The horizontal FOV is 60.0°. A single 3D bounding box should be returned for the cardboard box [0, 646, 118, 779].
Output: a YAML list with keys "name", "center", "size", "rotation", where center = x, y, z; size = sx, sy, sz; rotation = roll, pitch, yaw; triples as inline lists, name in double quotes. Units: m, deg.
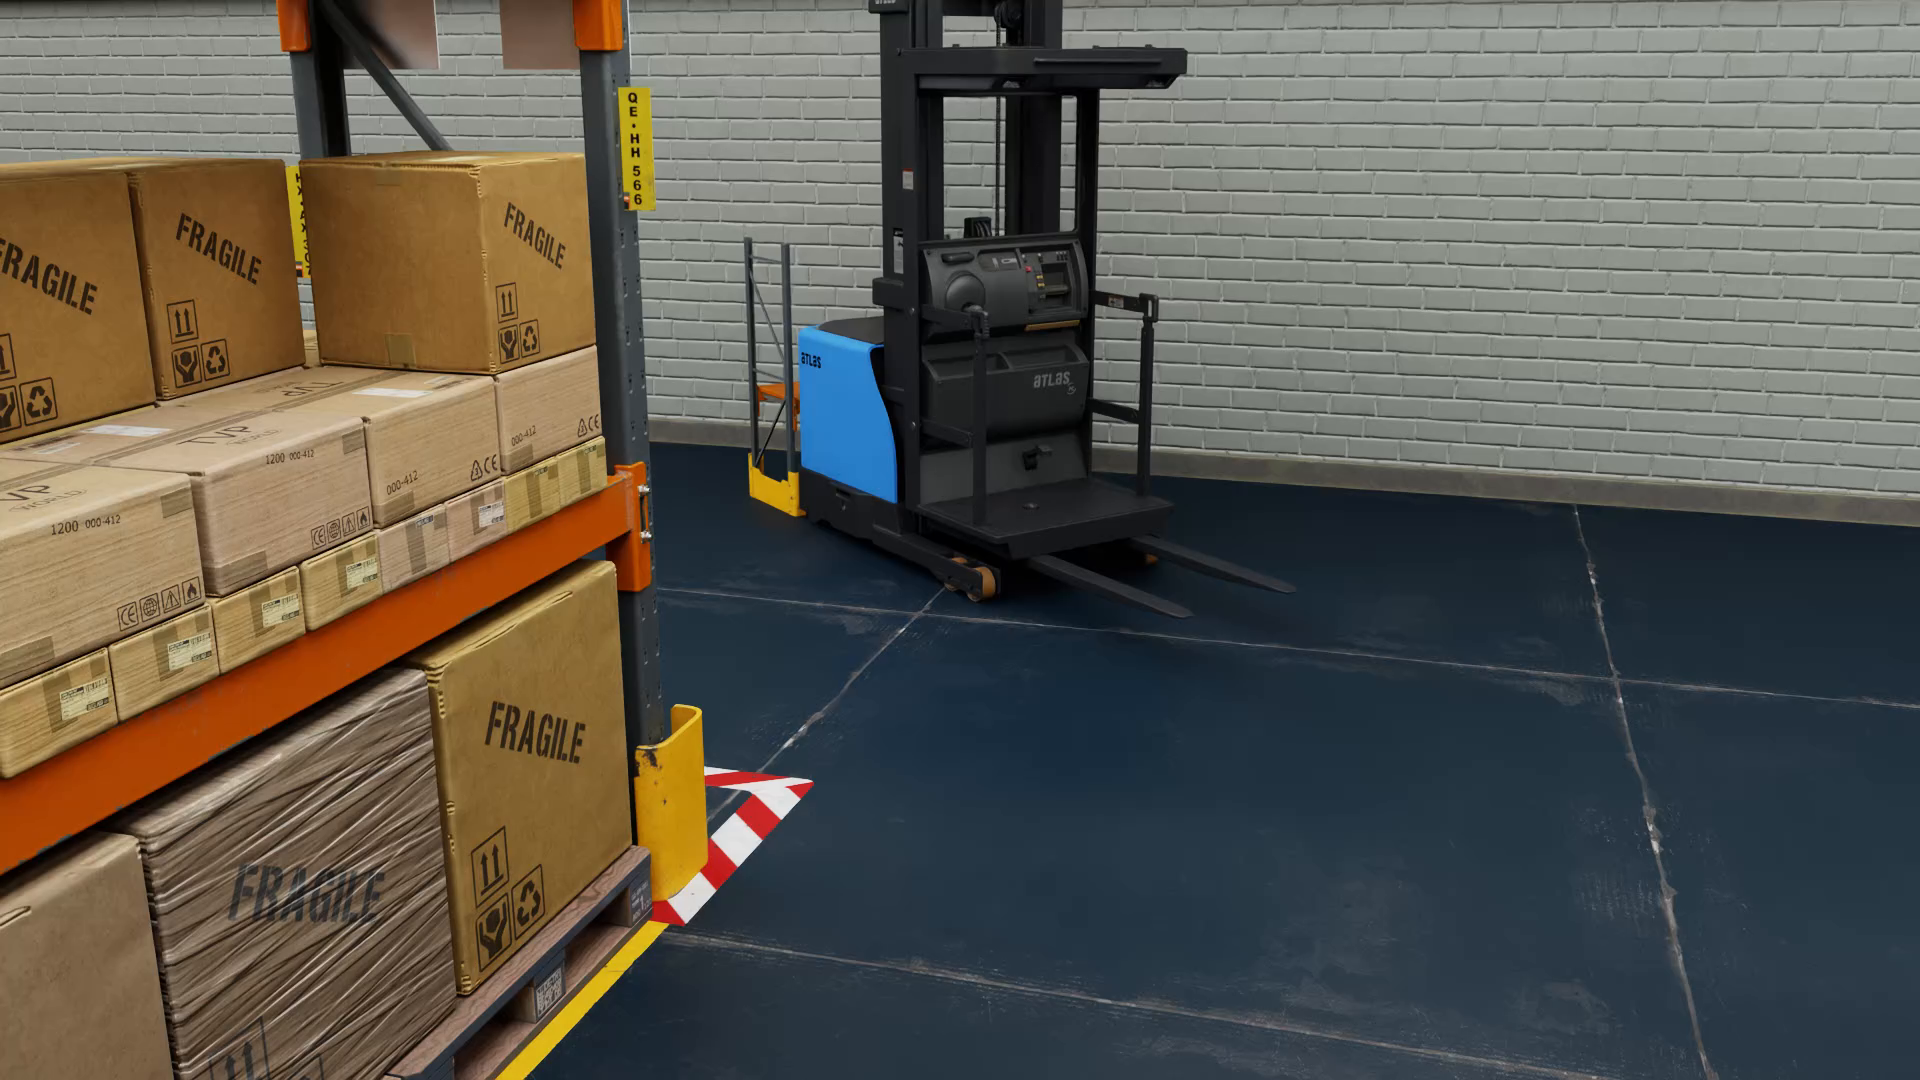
- name: "cardboard box"
  center: [-1.688, 0.273, 2.831]
  size: [0.380, 0.149, 0.250]
  rotation: [4, 16, 14]

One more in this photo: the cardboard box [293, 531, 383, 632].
- name: "cardboard box"
  center: [-1.470, 0.072, 3.539]
  size: [0.380, 0.149, 0.250]
  rotation: [4, 16, 15]

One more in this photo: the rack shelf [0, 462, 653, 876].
- name: "rack shelf"
  center: [-1.964, 0.434, 3.119]
  size: [1.077, 0.370, 4.000]
  rotation: [5, 16, 16]

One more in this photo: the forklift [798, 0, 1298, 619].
- name: "forklift"
  center: [0.351, -1.268, 7.927]
  size: [1.130, 2.935, 3.031]
  rotation: [-10, 19, -32]

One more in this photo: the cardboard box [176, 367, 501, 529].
- name: "cardboard box"
  center: [-1.424, -0.226, 3.858]
  size: [0.500, 0.250, 0.500]
  rotation: [4, 16, 15]

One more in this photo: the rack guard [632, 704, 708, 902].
- name: "rack guard"
  center: [-1.389, 0.761, 5.229]
  size: [1.175, 0.500, 0.348]
  rotation: [5, 16, 16]

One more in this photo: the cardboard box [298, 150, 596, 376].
- name: "cardboard box"
  center: [-1.282, -0.719, 4.222]
  size: [0.500, 0.500, 0.500]
  rotation: [5, 17, 17]

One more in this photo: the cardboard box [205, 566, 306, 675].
- name: "cardboard box"
  center: [-1.544, 0.140, 3.300]
  size: [0.380, 0.149, 0.250]
  rotation: [5, 16, 16]

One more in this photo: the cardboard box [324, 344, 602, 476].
- name: "cardboard box"
  center: [-1.279, -0.359, 4.326]
  size: [0.500, 0.250, 0.500]
  rotation: [4, 16, 15]

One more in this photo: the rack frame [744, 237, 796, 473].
- name: "rack frame"
  center: [-1.063, -0.921, 9.327]
  size: [0.032, 1.500, 0.500]
  rotation: [-10, 19, -32]

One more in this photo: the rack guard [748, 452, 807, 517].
- name: "rack guard"
  center: [-1.047, -0.322, 9.508]
  size: [0.087, 0.250, 0.587]
  rotation: [-10, 19, -32]

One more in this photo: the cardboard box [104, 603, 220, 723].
- name: "cardboard box"
  center: [-1.616, 0.205, 3.072]
  size: [0.380, 0.149, 0.250]
  rotation: [5, 17, 17]

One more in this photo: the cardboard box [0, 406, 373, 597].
- name: "cardboard box"
  center: [-1.568, -0.093, 3.389]
  size: [0.500, 0.250, 0.500]
  rotation: [4, 16, 14]

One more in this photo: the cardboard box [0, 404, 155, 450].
- name: "cardboard box"
  center: [-2.079, -0.134, 3.533]
  size: [0.500, 0.250, 0.500]
  rotation: [4, 16, 14]

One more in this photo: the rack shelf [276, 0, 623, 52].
- name: "rack shelf"
  center: [-1.964, -1.009, 2.710]
  size: [1.077, 0.370, 4.000]
  rotation: [5, 16, 16]

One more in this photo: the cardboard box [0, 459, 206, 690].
- name: "cardboard box"
  center: [-1.712, 0.044, 2.907]
  size: [0.500, 0.250, 0.500]
  rotation: [5, 16, 16]

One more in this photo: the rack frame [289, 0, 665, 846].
- name: "rack frame"
  center: [-1.396, -0.435, 4.866]
  size: [1.000, 3.000, 0.127]
  rotation: [5, 16, 16]

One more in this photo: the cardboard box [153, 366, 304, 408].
- name: "cardboard box"
  center: [-1.933, -0.265, 3.996]
  size: [0.500, 0.250, 0.500]
  rotation: [4, 16, 15]

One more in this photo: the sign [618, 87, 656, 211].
- name: "sign"
  center: [-0.880, -1.060, 4.514]
  size: [0.100, 0.325, 0.005]
  rotation: [5, 16, 16]

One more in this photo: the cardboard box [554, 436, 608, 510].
- name: "cardboard box"
  center: [-1.182, -0.195, 4.482]
  size: [0.380, 0.149, 0.250]
  rotation: [5, 17, 17]

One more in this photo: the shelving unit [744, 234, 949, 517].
- name: "shelving unit"
  center: [-0.629, -0.998, 9.598]
  size: [1.083, 1.500, 0.587]
  rotation: [-10, 19, -32]

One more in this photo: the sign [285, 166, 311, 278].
- name: "sign"
  center: [-1.926, -0.934, 4.894]
  size: [0.100, 0.325, 0.005]
  rotation: [5, 16, 16]

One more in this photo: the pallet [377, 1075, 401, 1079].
- name: "pallet"
  center: [-1.897, 1.440, 3.366]
  size: [1.003, 0.211, 1.213]
  rotation: [5, 16, 16]

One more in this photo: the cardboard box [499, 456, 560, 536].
- name: "cardboard box"
  center: [-1.254, -0.127, 4.241]
  size: [0.380, 0.149, 0.250]
  rotation: [5, 17, 16]

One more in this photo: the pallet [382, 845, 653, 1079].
- name: "pallet"
  center: [-1.548, 1.122, 4.487]
  size: [1.003, 0.211, 1.213]
  rotation: [5, 16, 16]

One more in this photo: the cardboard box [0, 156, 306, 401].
- name: "cardboard box"
  center: [-1.933, -0.631, 3.913]
  size: [0.500, 0.500, 0.500]
  rotation: [4, 16, 15]

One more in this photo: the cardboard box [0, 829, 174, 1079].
- name: "cardboard box"
  center: [-2.013, 1.030, 2.826]
  size: [0.875, 0.875, 0.875]
  rotation: [5, 16, 16]

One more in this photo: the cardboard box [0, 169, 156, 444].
- name: "cardboard box"
  center: [-2.075, -0.495, 3.434]
  size: [0.500, 0.500, 0.500]
  rotation: [4, 16, 14]

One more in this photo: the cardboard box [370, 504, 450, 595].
- name: "cardboard box"
  center: [-1.398, 0.004, 3.779]
  size: [0.380, 0.149, 0.250]
  rotation: [5, 17, 17]

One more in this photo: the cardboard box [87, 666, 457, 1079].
- name: "cardboard box"
  center: [-1.760, 0.797, 3.647]
  size: [0.875, 0.875, 0.875]
  rotation: [5, 16, 16]

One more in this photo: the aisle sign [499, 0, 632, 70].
- name: "aisle sign"
  center: [-1.088, -1.681, 4.495]
  size: [0.394, 0.787, 0.004]
  rotation: [5, 16, 16]

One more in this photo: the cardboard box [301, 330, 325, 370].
- name: "cardboard box"
  center: [-1.791, -0.401, 4.477]
  size: [0.500, 0.250, 0.500]
  rotation: [4, 16, 14]

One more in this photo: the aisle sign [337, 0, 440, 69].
- name: "aisle sign"
  center: [-1.663, -1.728, 4.660]
  size: [0.394, 0.787, 0.004]
  rotation: [5, 16, 16]

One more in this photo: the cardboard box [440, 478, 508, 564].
- name: "cardboard box"
  center: [-1.327, -0.061, 4.009]
  size: [0.380, 0.149, 0.250]
  rotation: [5, 16, 16]

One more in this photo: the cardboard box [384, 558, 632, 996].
- name: "cardboard box"
  center: [-1.501, 0.559, 4.486]
  size: [0.875, 0.875, 0.875]
  rotation: [5, 16, 16]

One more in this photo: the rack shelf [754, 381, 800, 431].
- name: "rack shelf"
  center: [-0.637, -0.823, 9.642]
  size: [1.000, 0.185, 0.538]
  rotation: [-10, 19, -32]

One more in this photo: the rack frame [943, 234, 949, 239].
- name: "rack frame"
  center: [-0.210, -1.072, 9.859]
  size: [0.032, 1.500, 0.500]
  rotation: [-10, 19, -32]
